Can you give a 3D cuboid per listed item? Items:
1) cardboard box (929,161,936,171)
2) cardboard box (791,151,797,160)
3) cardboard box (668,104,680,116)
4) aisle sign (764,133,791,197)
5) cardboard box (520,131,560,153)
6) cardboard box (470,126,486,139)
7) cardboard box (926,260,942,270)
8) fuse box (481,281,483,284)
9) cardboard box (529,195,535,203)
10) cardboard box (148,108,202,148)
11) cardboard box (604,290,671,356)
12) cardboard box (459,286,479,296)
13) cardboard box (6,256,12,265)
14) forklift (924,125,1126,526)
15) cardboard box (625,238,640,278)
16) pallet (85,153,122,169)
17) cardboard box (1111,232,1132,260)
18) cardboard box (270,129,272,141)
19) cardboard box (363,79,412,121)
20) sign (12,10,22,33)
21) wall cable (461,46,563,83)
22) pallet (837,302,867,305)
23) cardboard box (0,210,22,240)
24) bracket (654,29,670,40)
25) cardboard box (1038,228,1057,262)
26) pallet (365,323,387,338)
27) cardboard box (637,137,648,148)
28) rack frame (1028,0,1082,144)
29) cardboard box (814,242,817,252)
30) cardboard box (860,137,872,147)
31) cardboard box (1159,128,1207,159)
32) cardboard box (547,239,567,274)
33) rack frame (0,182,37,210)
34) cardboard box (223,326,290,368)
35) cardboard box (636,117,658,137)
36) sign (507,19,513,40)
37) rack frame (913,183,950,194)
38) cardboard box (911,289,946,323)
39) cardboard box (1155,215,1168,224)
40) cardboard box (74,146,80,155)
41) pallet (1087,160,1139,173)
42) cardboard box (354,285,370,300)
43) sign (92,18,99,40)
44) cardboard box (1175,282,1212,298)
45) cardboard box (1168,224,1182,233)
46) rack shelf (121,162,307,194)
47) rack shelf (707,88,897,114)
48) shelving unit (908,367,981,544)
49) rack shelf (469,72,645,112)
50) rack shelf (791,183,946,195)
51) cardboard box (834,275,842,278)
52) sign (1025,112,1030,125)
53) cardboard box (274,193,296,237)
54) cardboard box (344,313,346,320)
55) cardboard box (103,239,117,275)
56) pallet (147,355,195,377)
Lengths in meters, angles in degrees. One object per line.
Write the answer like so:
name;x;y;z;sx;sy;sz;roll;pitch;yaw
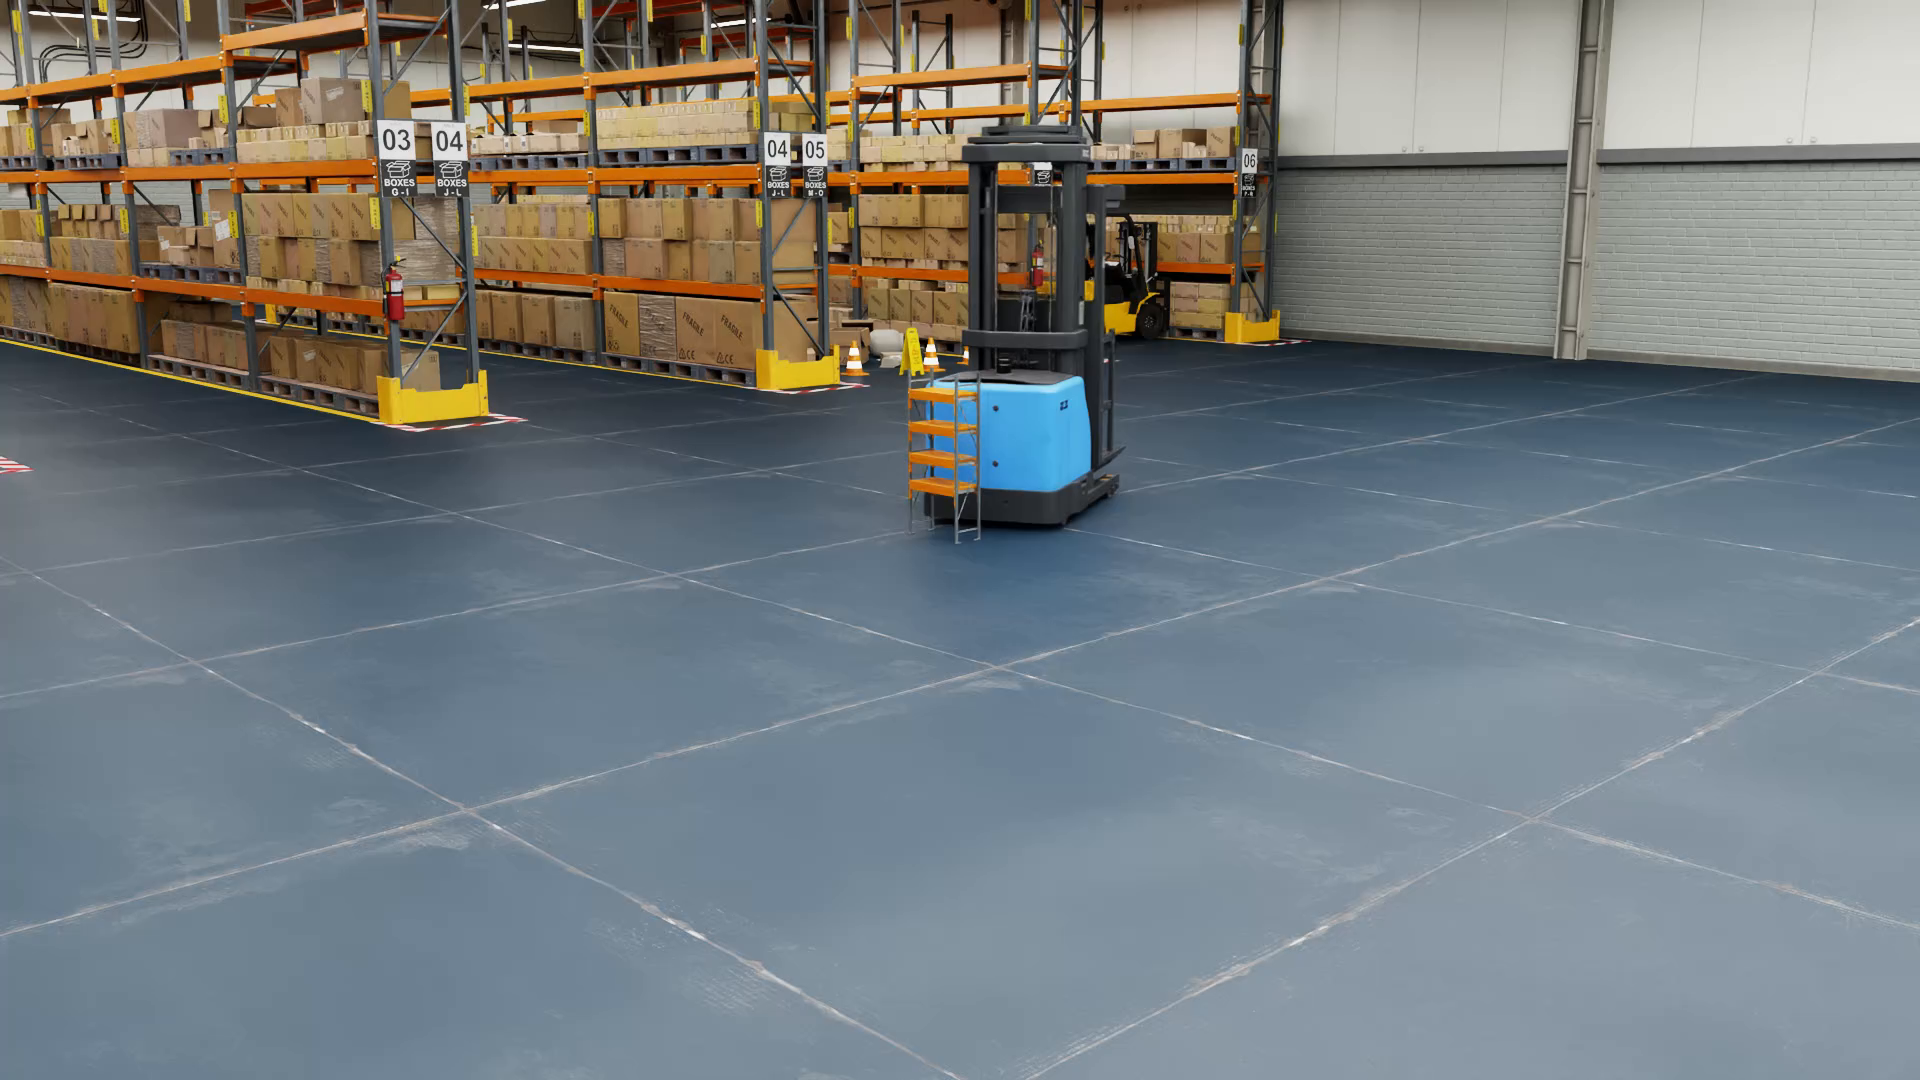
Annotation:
cardboard box;-0.267;-5.814;25.887;0.380;0.149;0.250;-11;16;-42
cardboard box;-2.576;-6.589;28.355;0.500;0.250;0.500;-11;16;-42
cardboard box;-3.650;-5.701;22.072;0.380;0.149;0.250;-11;16;-42
aisle sign;-2.287;-4.706;20.877;0.394;0.787;0.004;-11;16;-43
cardboard box;-6.251;-5.974;24.973;0.500;0.311;0.500;11;16;43
cardboard box;-8.079;-6.718;27.508;0.396;0.266;0.258;-11;16;-43
cardboard box;-0.314;-4.339;26.159;0.380;0.149;0.250;-11;16;-43
fuse box;-11.948;-6.985;41.572;0.539;1.711;0.414;-11;16;-43
cardboard box;-8.727;-7.099;34.602;0.380;0.149;0.250;-11;16;-42
cardboard box;-10.462;-5.488;22.193;0.500;0.500;0.500;11;16;44
cardboard box;-4.497;-3.132;23.905;0.875;0.875;0.875;-11;16;-42
cardboard box;-8.305;-4.064;27.501;0.500;0.250;0.500;11;16;44
cardboard box;-15.755;-4.698;27.905;0.250;0.149;0.380;11;16;44
forklift;0.681;-1.797;13.368;1.130;2.935;3.031;4;12;18
cardboard box;-4.221;-4.013;23.583;0.875;0.550;0.550;-11;16;-43
pallet;-11.783;-5.439;23.913;1.213;0.211;1.003;-10;15;-40
cardboard box;3.057;-5.266;29.789;0.500;0.500;0.500;-11;16;-43
cardboard box;-7.930;-4.791;19.682;0.380;0.149;0.250;-10;15;-41
cardboard box;-6.606;-4.971;18.950;0.500;0.500;0.500;-11;16;-43
sign;-14.481;-7.959;25.536;0.100;0.325;0.005;-11;16;-43
wall cable;-11.203;-10.759;41.740;2.988;3.039;0.133;-11;16;-43
pallet;-1.872;-4.976;35.539;1.003;0.211;1.213;-11;16;-43
cardboard box;-15.981;-5.328;28.113;0.500;0.500;0.500;11;16;44
bracket;-7.250;-12.327;40.523;0.235;0.232;0.430;-11;16;-43
cardboard box;1.265;-4.492;25.295;0.500;0.500;0.500;-11;16;-43
pallet;-9.867;-3.757;29.624;1.003;0.211;1.213;-11;16;-43
cardboard box;-4.171;-5.421;22.689;0.380;0.149;0.250;-11;16;-43
rack frame;1.392;-7.128;24.207;1.000;3.000;0.127;-11;16;-43
cardboard box;-2.299;-4.966;28.164;0.380;0.149;0.250;-11;16;-43
cardboard box;-1.389;-6.418;26.844;0.380;0.149;0.250;-11;16;-44
cardboard box;3.862;-6.848;28.749;0.700;0.500;0.500;-11;16;-42
cardboard box;-5.784;-4.230;24.763;0.500;0.500;0.500;-11;16;-43
rack frame;-16.825;-5.144;29.443;1.000;3.000;0.127;-11;16;-43
cardboard box;-9.262;-2.548;21.951;0.700;0.500;0.500;-11;16;-43
cardboard box;-4.047;-5.607;22.607;0.500;0.250;0.500;-11;16;-43
sign;-7.244;-8.204;26.722;0.100;0.325;0.005;-11;16;-43
rack frame;-0.546;-6.049;33.839;1.000;3.000;0.127;-11;16;-43
cardboard box;-0.423;-3.723;26.465;0.500;0.500;0.500;-10;15;-40
cardboard box;3.625;-5.589;29.014;0.380;0.149;0.250;-10;16;-41
cardboard box;-13.143;-5.873;25.134;0.250;0.149;0.380;11;16;43
pallet;2.825;-6.770;30.125;1.003;0.211;1.213;-11;16;-43
cardboard box;-6.504;-2.764;18.517;0.380;0.149;0.250;-11;16;-43
sign;-13.679;-8.072;26.278;0.100;0.325;0.005;-11;16;-43
cardboard box;4.079;-4.328;28.779;0.500;0.250;0.500;-11;16;-42
cardboard box;3.823;-5.410;28.879;0.250;0.149;0.380;11;16;43
rack shelf;-9.919;-4.801;22.130;1.077;0.370;4.000;-11;16;-43
rack shelf;-2.752;-7.455;28.570;1.077;0.370;4.000;-11;16;-43
shelving unit;-0.114;-0.612;11.908;0.258;1.200;0.503;-11;16;-43
rack shelf;-6.262;-6.751;25.150;1.077;0.370;4.000;-11;16;-43
rack shelf;-1.927;-7.458;35.026;1.077;0.370;4.000;-11;16;-43
cardboard box;-2.475;-5.697;35.678;0.380;0.149;0.250;-11;16;-43
sign;0.976;-6.018;24.059;0.100;0.325;0.005;-11;16;-43
cardboard box;-7.720;-3.830;19.603;0.500;0.500;0.500;-11;16;-43
cardboard box;-11.042;-4.105;30.426;0.380;0.149;0.250;-10;16;-41
cardboard box;-12.160;-4.136;24.305;0.500;0.500;0.500;-11;16;-43
pallet;-10.762;-2.496;23.503;1.003;0.211;1.213;-11;16;-43
